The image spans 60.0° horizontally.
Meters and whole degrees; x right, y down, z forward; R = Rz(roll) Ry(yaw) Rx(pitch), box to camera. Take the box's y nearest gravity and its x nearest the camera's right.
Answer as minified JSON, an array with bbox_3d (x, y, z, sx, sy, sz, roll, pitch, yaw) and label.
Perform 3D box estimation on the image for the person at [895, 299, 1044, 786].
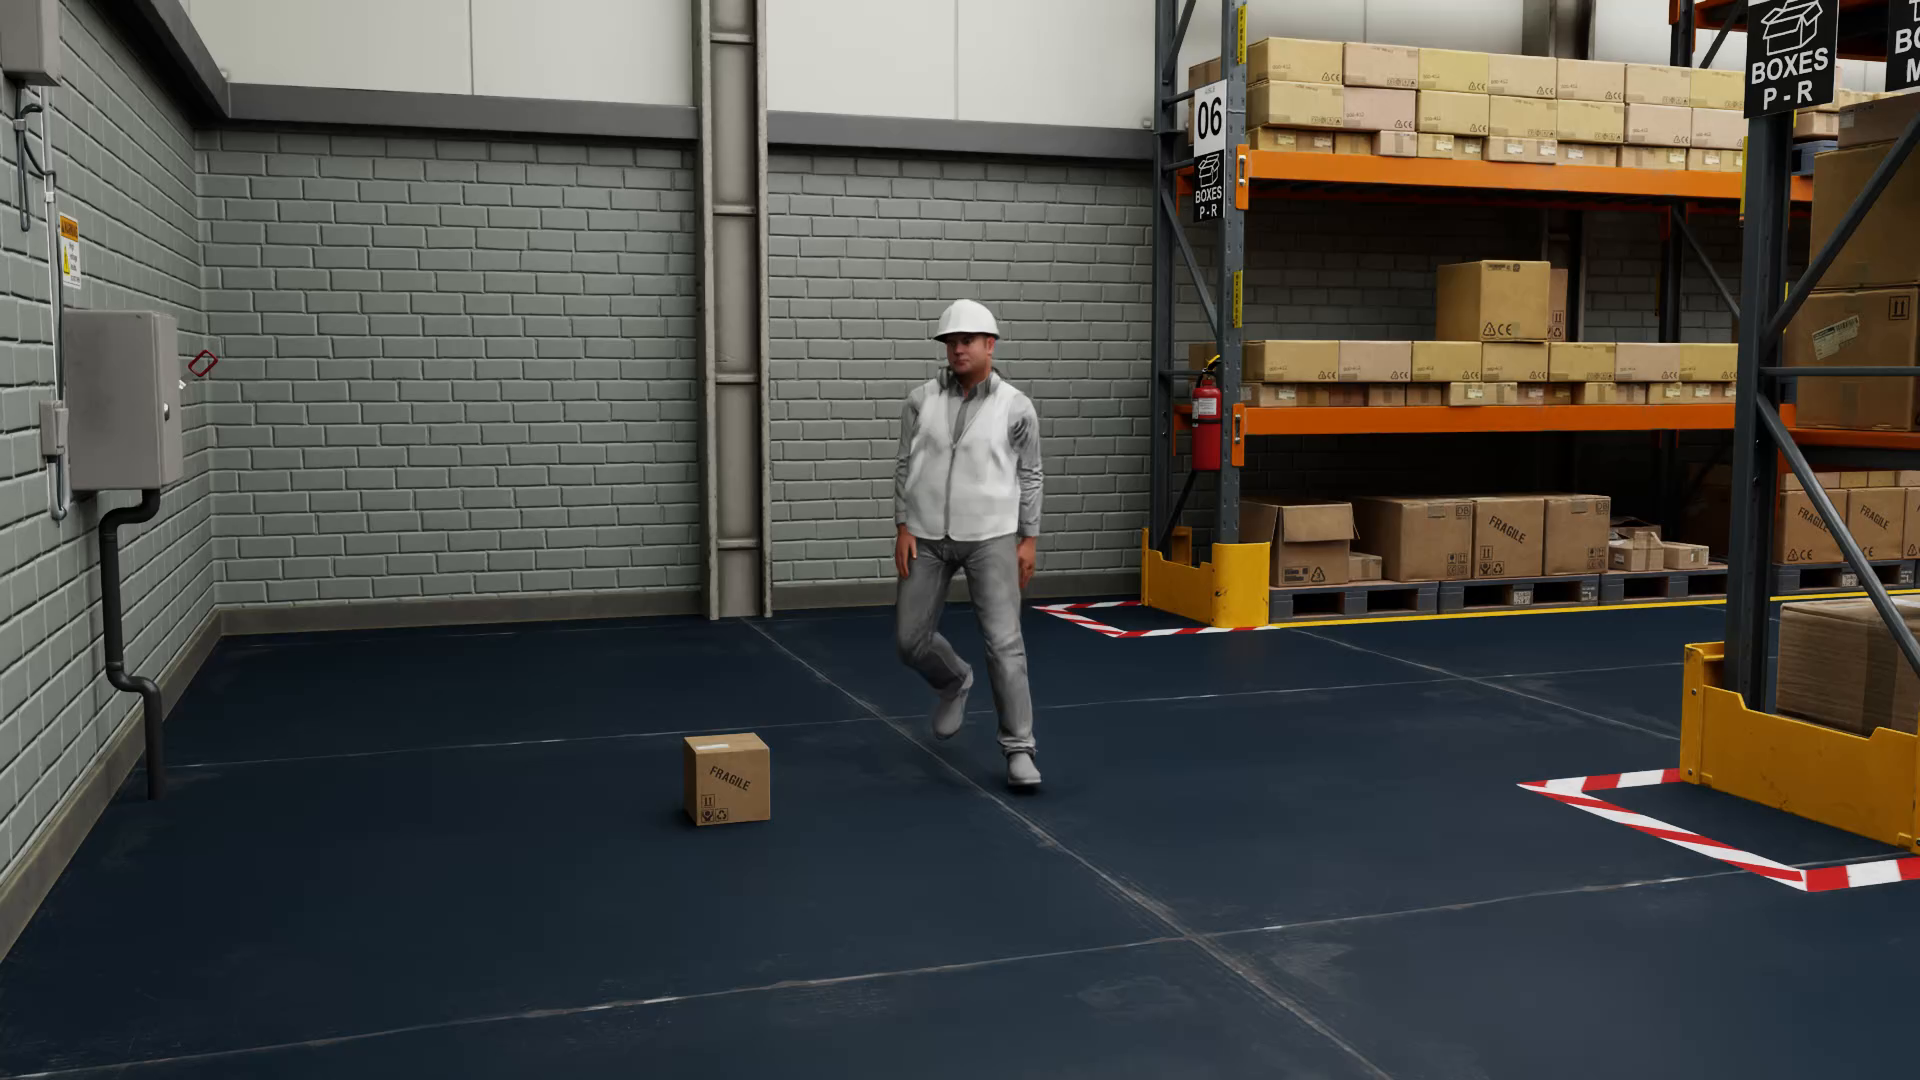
[{"bbox_3d":[0.071,-0.016,6.250,0.619,1.759,0.715,2,6,16],"label":"person"}]
